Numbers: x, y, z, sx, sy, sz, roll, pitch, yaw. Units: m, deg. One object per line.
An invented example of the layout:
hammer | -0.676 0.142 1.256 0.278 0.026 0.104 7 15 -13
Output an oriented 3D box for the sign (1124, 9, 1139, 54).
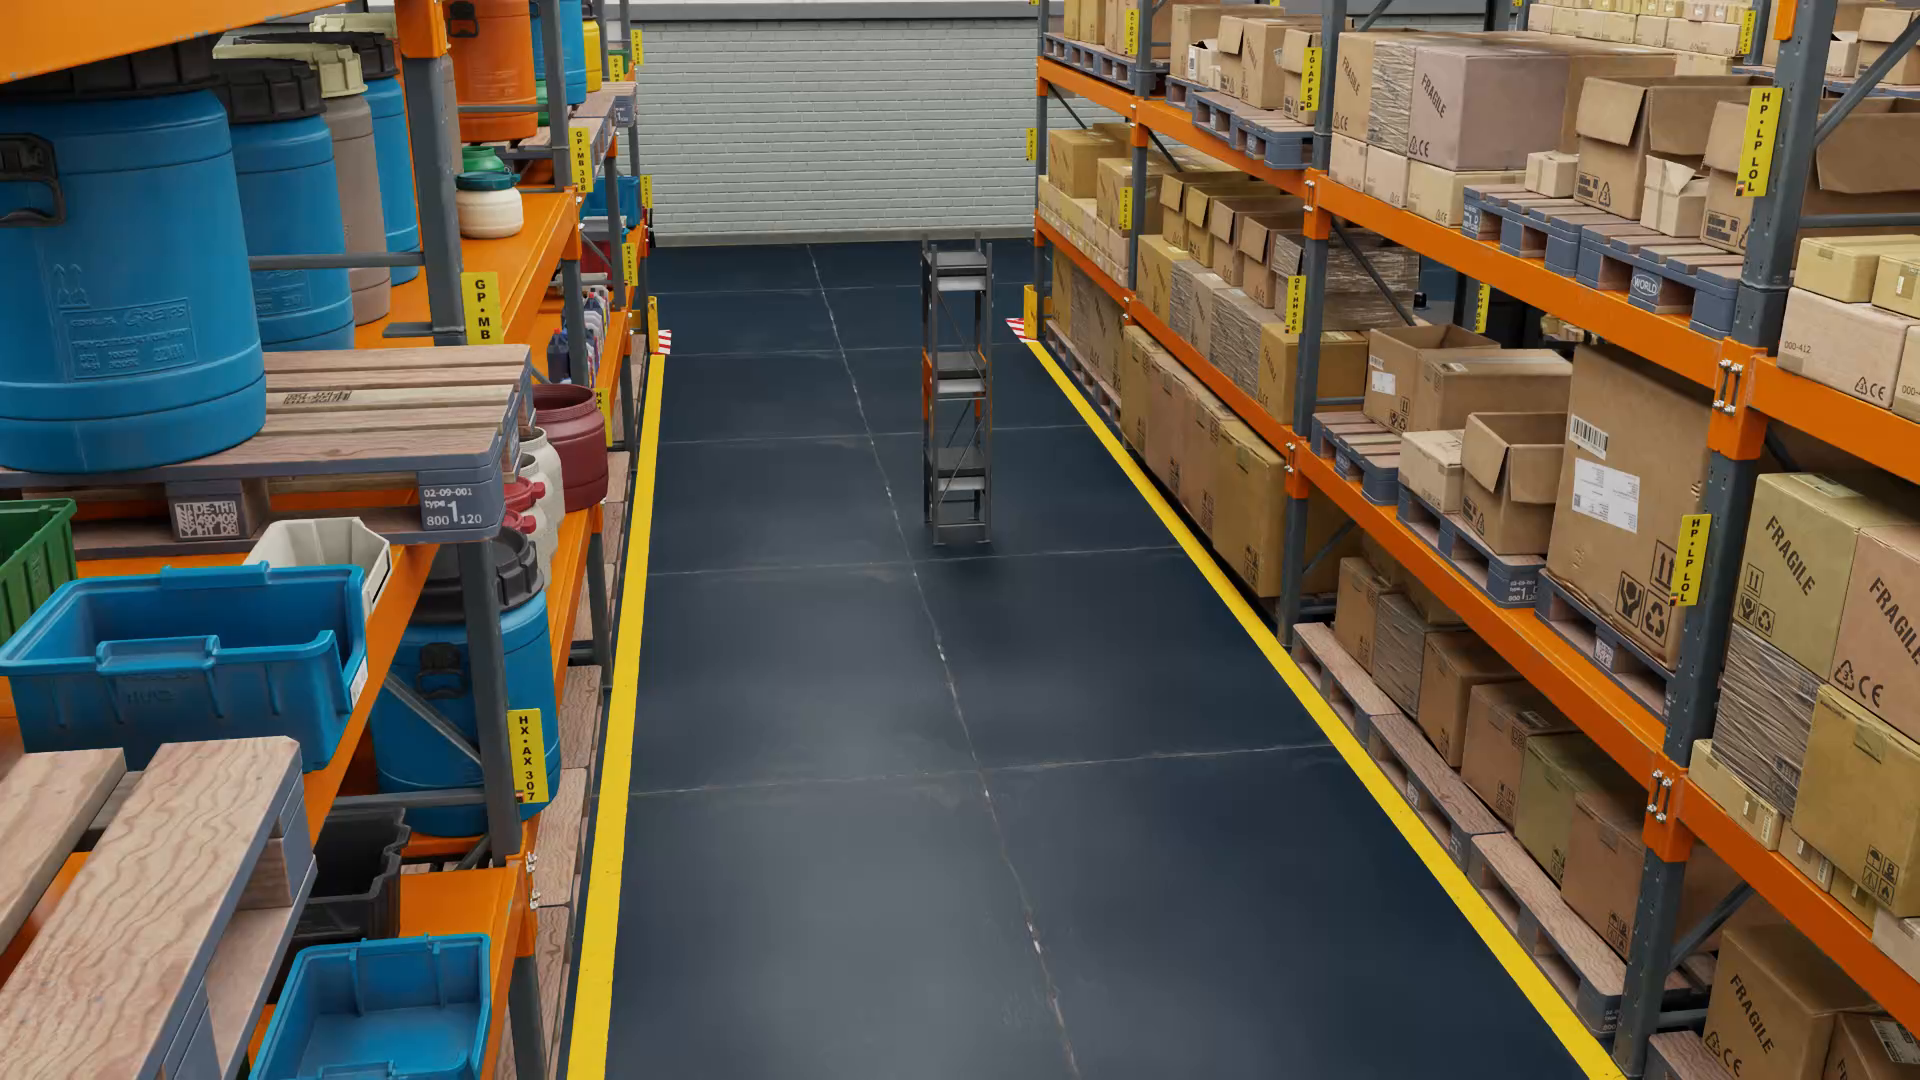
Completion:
sign | 1.299 -3.843 12.578 0.100 0.325 0.005 -3 21 -8

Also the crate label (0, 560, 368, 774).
crate label | -1.267 0.218 2.772 0.502 0.251 0.408 -3 21 -8

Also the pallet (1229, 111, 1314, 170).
pallet | 2.279 -2.339 9.674 1.213 0.211 1.003 -2 21 -5

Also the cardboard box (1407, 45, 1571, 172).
cardboard box | 2.386 -1.963 7.540 0.500 0.500 0.500 -4 21 -9

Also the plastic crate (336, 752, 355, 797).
plastic crate | -2.273 0.651 5.595 0.402 0.464 0.583 -3 21 -8

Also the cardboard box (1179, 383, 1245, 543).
cardboard box | 2.224 -0.552 11.344 1.225 0.875 0.875 -3 21 -8

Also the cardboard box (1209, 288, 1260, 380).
cardboard box | 1.964 -1.360 10.926 0.500 0.500 0.500 -4 21 -10

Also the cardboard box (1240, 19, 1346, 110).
cardboard box | 2.053 -2.953 10.304 0.500 0.500 0.500 -2 21 -5

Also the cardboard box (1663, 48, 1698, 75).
cardboard box | 6.372 -4.067 14.244 0.500 0.250 0.500 -3 21 -8

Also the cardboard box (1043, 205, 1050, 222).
cardboard box | 1.034 -3.226 16.425 0.380 0.149 0.250 -3 21 -9

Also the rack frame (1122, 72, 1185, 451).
rack frame | 1.848 -2.187 13.284 1.000 3.000 0.127 -3 21 -8

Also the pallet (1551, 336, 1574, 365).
pallet | 6.459 -1.750 16.099 1.003 0.211 1.213 -3 21 -8

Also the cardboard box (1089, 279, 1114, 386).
cardboard box | 1.702 -1.932 15.039 0.875 0.875 0.875 -3 21 -8

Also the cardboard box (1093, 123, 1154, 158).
cardboard box | 1.601 -3.837 16.419 0.500 0.500 0.500 -3 21 -7

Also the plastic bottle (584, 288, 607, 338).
plastic bottle | -2.597 -1.612 11.816 0.144 0.351 0.185 -3 21 -8

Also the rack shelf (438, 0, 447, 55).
rack shelf | -2.189 -2.146 6.199 1.077 0.370 4.000 -3 21 -8

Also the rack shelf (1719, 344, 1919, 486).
rack shelf | 3.289 0.207 3.615 1.077 0.370 4.000 -3 21 -8

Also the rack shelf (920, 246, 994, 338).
rack shelf | -0.024 -1.684 11.262 0.431 0.518 0.480 -3 21 -8

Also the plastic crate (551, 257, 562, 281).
plastic crate | -3.481 -2.210 13.654 0.437 0.125 0.590 -3 21 -8

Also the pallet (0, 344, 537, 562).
pallet | -1.700 -0.239 4.052 1.213 0.211 1.003 -3 21 -8

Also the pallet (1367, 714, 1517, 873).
pallet | 2.708 1.197 8.211 1.003 0.211 1.213 -3 21 -8

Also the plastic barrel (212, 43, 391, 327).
plastic barrel | -2.283 -1.199 5.635 0.600 0.901 0.600 0 20 0

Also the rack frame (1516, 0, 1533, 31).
rack frame | 6.194 -6.597 16.518 1.000 3.000 0.127 -3 21 -8

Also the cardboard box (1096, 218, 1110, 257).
cardboard box | 1.447 -2.575 14.111 0.500 0.250 0.500 -2 21 -6

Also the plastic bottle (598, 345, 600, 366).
plastic bottle | -2.455 -1.257 11.079 0.097 0.201 0.097 0 20 0

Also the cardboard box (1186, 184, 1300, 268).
cardboard box | 2.035 -2.245 11.862 0.797 0.503 0.637 -3 21 -7

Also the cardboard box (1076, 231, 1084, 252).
cardboard box | 1.258 -2.691 14.994 0.380 0.149 0.250 -3 21 -7

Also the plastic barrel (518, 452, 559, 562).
plastic barrel | -2.057 -0.113 7.572 0.421 0.512 0.421 0 20 0

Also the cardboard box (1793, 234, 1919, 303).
cardboard box | 2.743 -0.811 4.957 0.380 0.149 0.250 -4 21 -9

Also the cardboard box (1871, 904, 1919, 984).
cardboard box | 2.861 1.137 4.743 0.380 0.149 0.250 -3 21 -8

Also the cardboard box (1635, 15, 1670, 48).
cardboard box | 6.309 -4.479 14.634 0.500 0.250 0.500 -2 21 -6

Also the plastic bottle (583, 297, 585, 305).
plastic bottle | -2.798 -1.711 12.294 0.097 0.201 0.097 0 20 0

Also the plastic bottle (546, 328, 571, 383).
plastic bottle | -2.570 -1.176 10.649 0.144 0.351 0.185 -3 21 -8

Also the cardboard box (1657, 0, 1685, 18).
cardboard box | 6.296 -4.613 14.423 0.380 0.149 0.250 -4 21 -10

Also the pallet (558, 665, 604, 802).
pallet | -2.404 1.024 8.672 1.003 0.211 1.213 -3 21 -8

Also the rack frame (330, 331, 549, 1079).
rack frame | -1.900 0.833 5.199 1.000 3.000 0.127 -3 21 -8

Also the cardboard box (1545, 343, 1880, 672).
cardboard box | 3.025 -0.177 6.445 1.000 1.000 1.000 -3 21 -7

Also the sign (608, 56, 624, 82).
sign | -2.509 -3.373 12.161 0.100 0.325 0.005 -3 21 -8

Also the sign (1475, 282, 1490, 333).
sign | 2.960 -1.338 9.469 0.100 0.325 0.005 -3 21 -8

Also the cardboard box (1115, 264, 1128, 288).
cardboard box | 1.479 -2.158 13.566 0.380 0.149 0.250 -3 21 -7

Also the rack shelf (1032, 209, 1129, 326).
rack shelf | 1.559 -2.542 15.264 1.077 0.370 4.000 -3 21 -8

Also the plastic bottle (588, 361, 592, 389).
plastic bottle | -2.342 -1.019 10.342 0.097 0.271 0.097 0 20 0

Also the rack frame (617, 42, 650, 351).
rack frame | -3.630 -3.322 16.323 1.000 3.000 0.127 -3 21 -8

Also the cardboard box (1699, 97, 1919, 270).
cardboard box | 3.031 -1.235 5.701 0.797 0.503 0.637 -4 21 -10

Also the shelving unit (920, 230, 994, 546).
shelving unit | -0.024 -1.041 11.502 0.431 2.100 0.503 -3 21 -8

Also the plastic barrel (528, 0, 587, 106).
plastic barrel | -2.656 -3.191 10.368 0.600 0.901 0.708 -3 21 -8

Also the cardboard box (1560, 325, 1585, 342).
cardboard box | 6.123 -2.010 16.286 0.380 0.149 0.250 -4 21 -10

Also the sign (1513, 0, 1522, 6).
sign | 5.657 -5.574 16.817 0.100 0.325 0.005 -3 21 -8

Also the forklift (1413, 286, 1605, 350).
forklift | 4.850 -2.143 13.266 3.031 2.935 1.130 5 21 14

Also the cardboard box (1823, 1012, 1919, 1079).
cardboard box | 3.109 1.896 5.326 0.500 0.500 0.500 4 21 9

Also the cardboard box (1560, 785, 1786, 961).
cardboard box | 2.934 1.334 6.800 0.700 0.500 0.500 -5 21 -12

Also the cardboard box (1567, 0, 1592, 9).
cardboard box | 6.035 -5.148 15.856 0.380 0.149 0.250 -3 21 -7

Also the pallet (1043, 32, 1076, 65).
pallet | 1.388 -4.679 15.796 1.003 0.211 1.213 -3 21 -8
